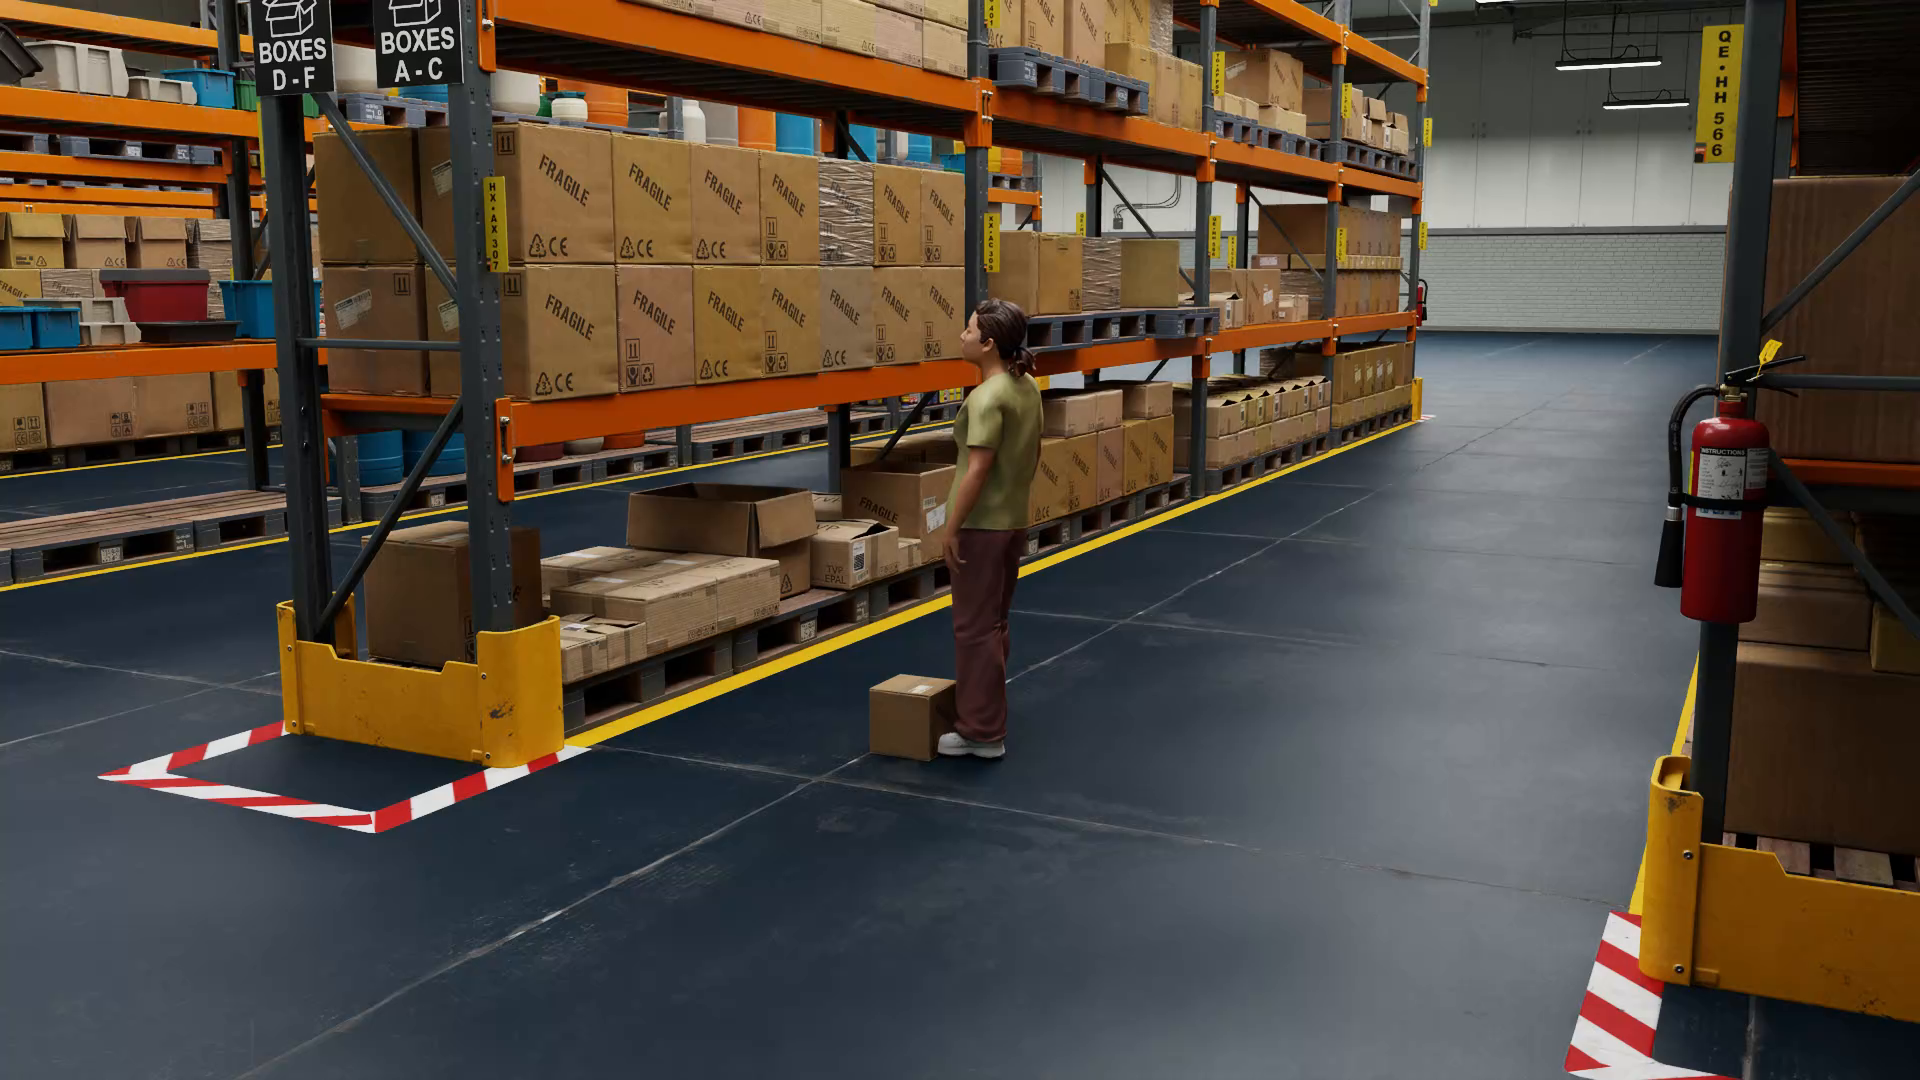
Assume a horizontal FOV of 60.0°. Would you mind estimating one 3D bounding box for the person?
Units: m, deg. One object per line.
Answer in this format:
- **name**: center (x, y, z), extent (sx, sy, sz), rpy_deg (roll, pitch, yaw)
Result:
- **person**: center (0.037, -0.037, 6.048), extent (0.549, 1.676, 0.555), rpy_deg (5, 10, 26)
